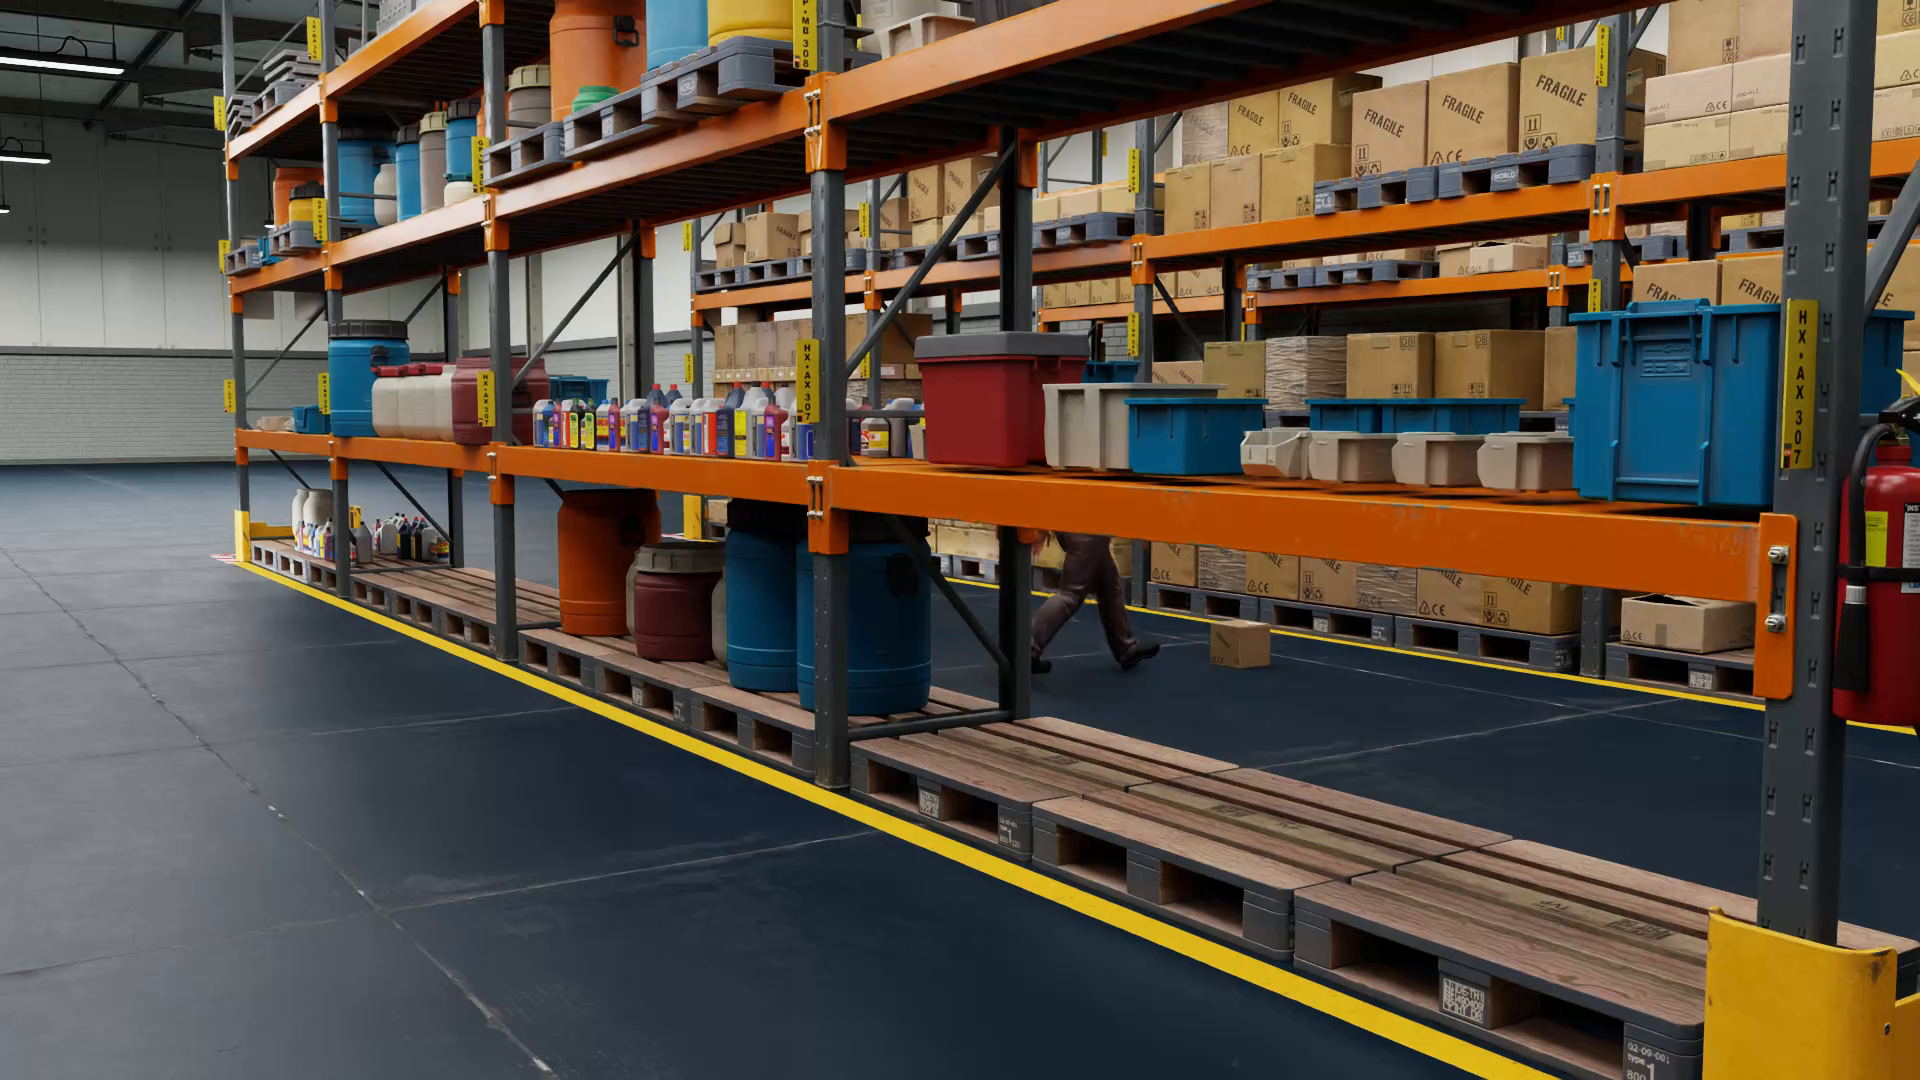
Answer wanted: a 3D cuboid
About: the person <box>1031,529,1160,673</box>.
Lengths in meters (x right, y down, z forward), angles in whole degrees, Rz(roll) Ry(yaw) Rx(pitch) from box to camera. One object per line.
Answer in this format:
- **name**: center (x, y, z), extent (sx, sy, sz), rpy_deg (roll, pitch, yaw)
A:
- **person**: center (0.735, -0.059, 9.412), extent (1.103, 1.669, 0.563), rpy_deg (-2, 5, -24)
